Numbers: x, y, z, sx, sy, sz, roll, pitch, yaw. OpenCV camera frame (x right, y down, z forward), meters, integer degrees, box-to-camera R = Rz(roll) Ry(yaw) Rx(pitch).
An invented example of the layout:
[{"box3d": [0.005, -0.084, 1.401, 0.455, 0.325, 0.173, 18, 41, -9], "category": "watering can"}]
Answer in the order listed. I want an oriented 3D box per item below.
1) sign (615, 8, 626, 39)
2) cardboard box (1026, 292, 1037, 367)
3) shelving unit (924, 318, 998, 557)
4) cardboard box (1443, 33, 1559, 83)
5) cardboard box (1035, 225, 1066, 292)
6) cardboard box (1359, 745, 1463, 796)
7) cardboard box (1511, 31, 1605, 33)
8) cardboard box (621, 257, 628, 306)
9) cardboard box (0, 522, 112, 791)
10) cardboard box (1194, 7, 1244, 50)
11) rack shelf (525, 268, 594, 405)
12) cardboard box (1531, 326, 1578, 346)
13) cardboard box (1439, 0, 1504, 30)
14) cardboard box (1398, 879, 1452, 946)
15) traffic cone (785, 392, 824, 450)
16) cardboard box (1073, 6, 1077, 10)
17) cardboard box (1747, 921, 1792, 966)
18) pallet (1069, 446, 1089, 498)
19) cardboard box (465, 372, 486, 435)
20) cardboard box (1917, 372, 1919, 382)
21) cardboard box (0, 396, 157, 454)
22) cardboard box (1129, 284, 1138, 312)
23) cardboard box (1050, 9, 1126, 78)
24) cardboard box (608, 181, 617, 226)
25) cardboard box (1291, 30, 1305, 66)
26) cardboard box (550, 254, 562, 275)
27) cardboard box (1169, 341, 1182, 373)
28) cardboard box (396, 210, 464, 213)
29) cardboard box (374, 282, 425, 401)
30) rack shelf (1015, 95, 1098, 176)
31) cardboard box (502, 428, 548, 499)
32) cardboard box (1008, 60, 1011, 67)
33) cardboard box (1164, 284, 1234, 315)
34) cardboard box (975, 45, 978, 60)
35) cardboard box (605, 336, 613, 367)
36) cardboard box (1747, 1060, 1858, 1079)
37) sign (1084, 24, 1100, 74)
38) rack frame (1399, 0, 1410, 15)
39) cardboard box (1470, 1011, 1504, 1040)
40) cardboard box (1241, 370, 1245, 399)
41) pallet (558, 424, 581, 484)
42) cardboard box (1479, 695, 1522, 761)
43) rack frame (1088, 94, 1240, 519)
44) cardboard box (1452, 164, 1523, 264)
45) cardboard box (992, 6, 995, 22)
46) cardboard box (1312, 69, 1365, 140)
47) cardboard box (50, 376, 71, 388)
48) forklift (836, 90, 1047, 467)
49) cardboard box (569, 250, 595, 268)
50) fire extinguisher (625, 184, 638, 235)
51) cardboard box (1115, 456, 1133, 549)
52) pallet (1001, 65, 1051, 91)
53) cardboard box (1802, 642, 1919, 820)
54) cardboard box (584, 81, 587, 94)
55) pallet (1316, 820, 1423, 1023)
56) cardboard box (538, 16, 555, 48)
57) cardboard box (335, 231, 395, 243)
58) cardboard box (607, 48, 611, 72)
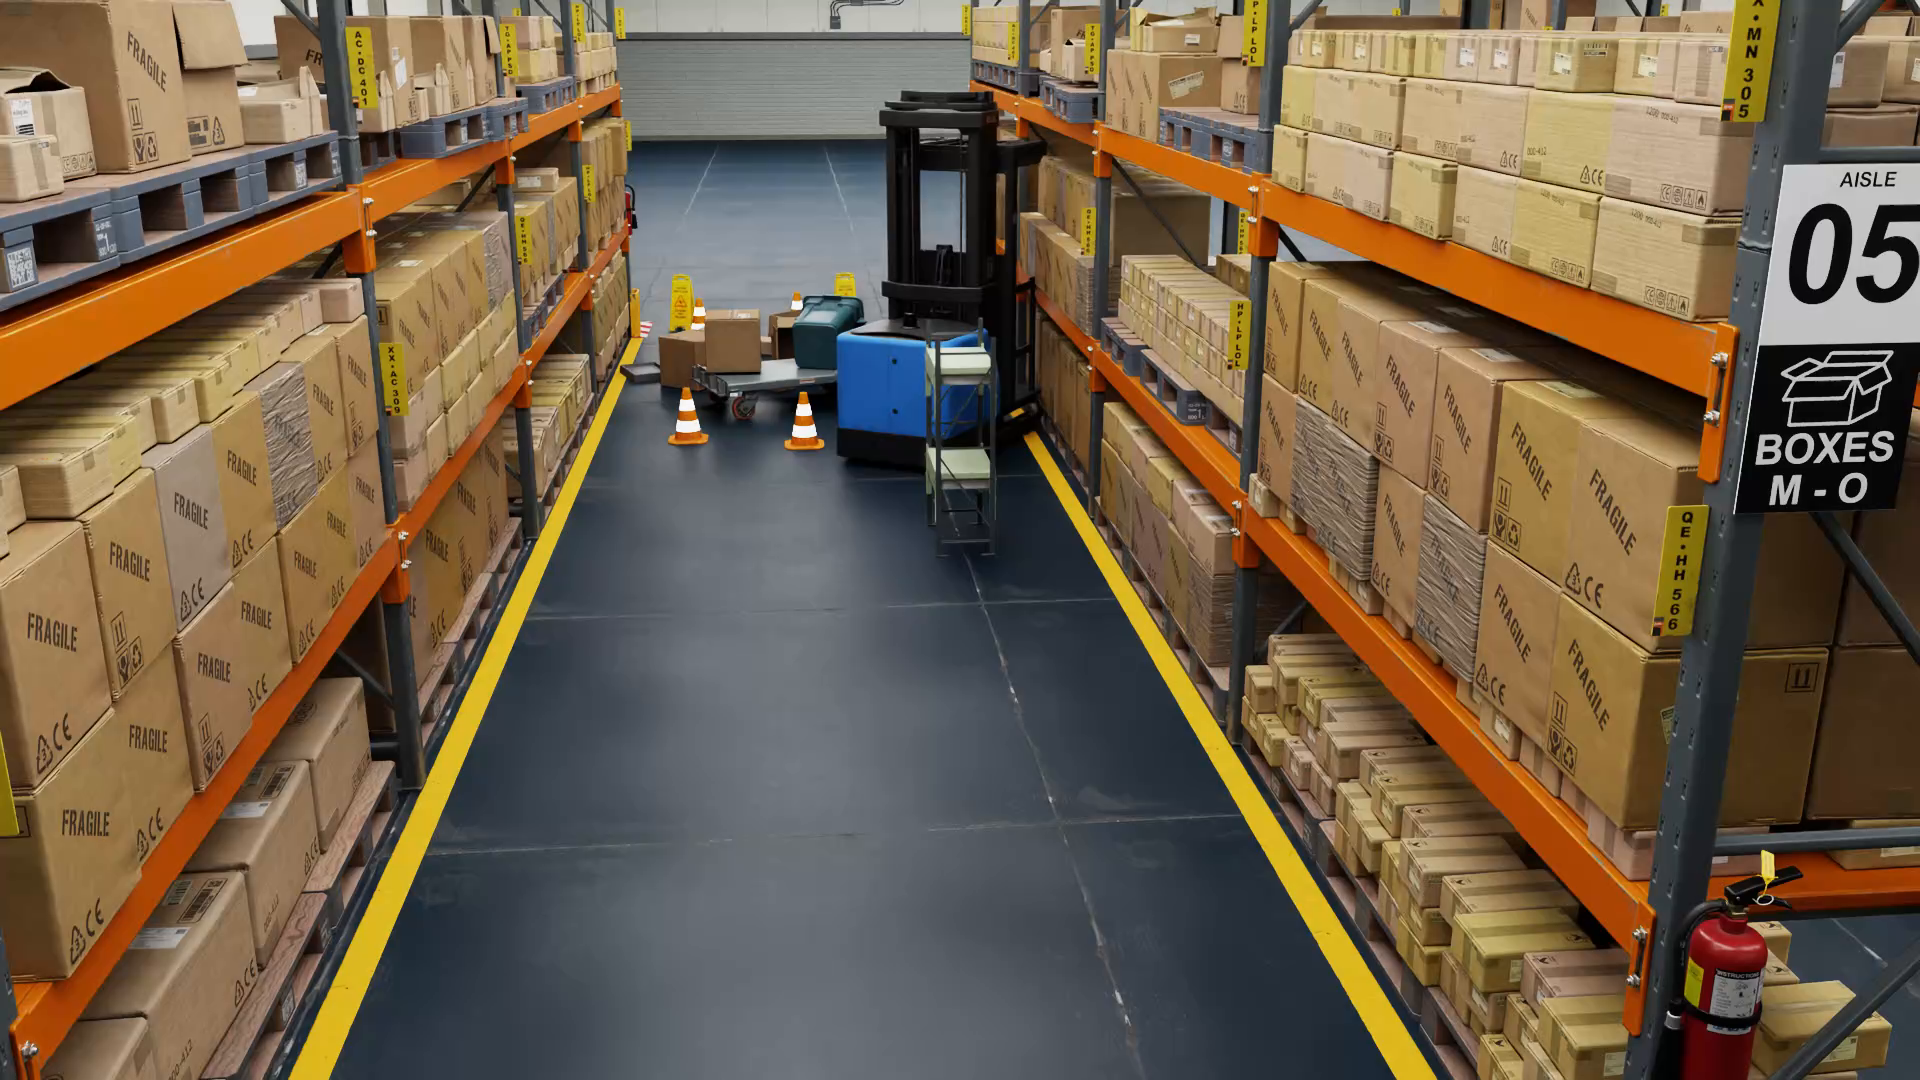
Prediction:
[{"box3d": [-3.737, -5.681, 18.280, 0.100, 0.325, 0.005, -2, 18, -6], "category": "sign"}, {"box3d": [1.039, -2.184, 16.472, 0.875, 0.875, 0.875, -2, 17, -5], "category": "cardboard box"}, {"box3d": [-0.001, -0.718, 11.459, 0.431, 1.500, 0.755, -2, 18, -6], "category": "shelving unit"}, {"box3d": [1.809, -1.570, 5.413, 0.380, 0.149, 0.250, -2, 18, -7], "category": "cardboard box"}, {"box3d": [0.923, -2.391, 14.119, 0.500, 0.500, 0.500, -2, 18, -6], "category": "cardboard box"}, {"box3d": [1.838, 0.952, 6.701, 0.380, 0.149, 0.250, -3, 18, -8], "category": "cardboard box"}, {"box3d": [2.279, -1.818, 6.201, 0.380, 0.149, 0.250, -2, 18, -8], "category": "cardboard box"}, {"box3d": [-3.949, -2.832, 18.328, 0.500, 0.500, 0.500, -2, 18, -5], "category": "cardboard box"}, {"box3d": [-2.407, 0.274, 3.961, 0.500, 0.500, 0.500, -2, 18, -7], "category": "cardboard box"}, {"box3d": [1.747, -3.348, 10.880, 0.396, 0.266, 0.258, -2, 18, -6], "category": "cardboard box"}, {"box3d": [-3.673, -1.686, 13.240, 1.077, 0.370, 4.000, -2, 18, -6], "category": "rack shelf"}, {"box3d": [2.344, -0.499, 5.925, 0.500, 0.500, 0.500, -2, 18, -7], "category": "cardboard box"}, {"box3d": [5.450, -5.531, 17.782, 0.500, 0.500, 0.500, -2, 18, -6], "category": "cardboard box"}, {"box3d": [1.812, 1.328, 6.001, 0.380, 0.149, 0.250, -2, 17, -5], "category": "cardboard box"}, {"box3d": [-1.334, -1.033, 14.194, 0.336, 0.463, 0.334, -2, 18, -6], "category": "traffic cone"}, {"box3d": [1.282, -5.018, 15.865, 0.380, 0.149, 0.250, -2, 18, -6], "category": "cardboard box"}, {"box3d": [2.509, 1.319, 5.532, 0.380, 0.149, 0.250, -2, 18, -6], "category": "cardboard box"}, {"box3d": [1.441, -0.523, 12.990, 1.003, 0.211, 1.213, -2, 18, -6], "category": "pallet"}, {"box3d": [-2.971, -0.766, 9.358, 0.500, 0.250, 0.500, -2, 18, -7], "category": "cardboard box"}, {"box3d": [6.332, -1.179, 10.257, 0.500, 0.500, 0.500, -2, 18, -5], "category": "cardboard box"}, {"box3d": [-2.538, -0.310, 4.736, 0.380, 0.149, 0.250, -2, 18, -5], "category": "cardboard box"}, {"box3d": [1.327, -1.608, 11.012, 0.380, 0.149, 0.250, -1, 17, -3], "category": "cardboard box"}, {"box3d": [0.989, -3.852, 12.897, 0.500, 0.500, 0.500, -2, 18, -6], "category": "cardboard box"}, {"box3d": [-3.866, -3.555, 17.328, 0.500, 0.500, 0.500, -2, 18, -6], "category": "cardboard box"}, {"box3d": [1.649, -2.119, 7.160, 0.380, 0.149, 0.250, -2, 18, -7], "category": "cardboard box"}, {"box3d": [-3.460, -2.256, 13.574, 0.380, 0.149, 0.250, -2, 18, -6], "category": "cardboard box"}, {"box3d": [1.457, -1.085, 9.842, 0.380, 0.149, 0.250, -2, 18, -7], "category": "cardboard box"}, {"box3d": [-3.854, -2.104, 12.005, 0.500, 0.500, 0.500, -2, 18, -7], "category": "cardboard box"}, {"box3d": [-2.813, -0.906, 7.719, 0.500, 0.500, 0.500, -2, 17, -5], "category": "cardboard box"}, {"box3d": [1.241, -3.300, 13.374, 1.077, 0.370, 4.000, -2, 18, -6], "category": "rack shelf"}, {"box3d": [-3.515, -0.548, 12.102, 0.950, 0.372, 0.625, -3, 18, -9], "category": "cardboard box"}, {"box3d": [0.653, -4.541, 15.677, 0.380, 0.149, 0.250, -1, 17, -5], "category": "cardboard box"}, {"box3d": [1.439, -1.445, 9.998, 0.380, 0.149, 0.250, -1, 17, -4], "category": "cardboard box"}, {"box3d": [0.365, -5.371, 18.321, 0.380, 0.149, 0.250, -2, 18, -5], "category": "cardboard box"}, {"box3d": [-3.737, -1.856, 16.471, 0.500, 0.250, 0.500, -1, 17, -3], "category": "cardboard box"}, {"box3d": [2.473, 1.621, 5.067, 0.380, 0.149, 0.250, -1, 17, -3], "category": "cardboard box"}, {"box3d": [0.894, -3.317, 11.232, 0.100, 0.325, 0.005, -2, 18, -6], "category": "sign"}, {"box3d": [5.566, -6.985, 18.903, 1.000, 3.000, 0.127, -2, 18, -6], "category": "rack frame"}, {"box3d": [1.941, 1.622, 5.562, 0.380, 0.149, 0.250, -2, 18, -6], "category": "cardboard box"}, {"box3d": [1.622, -0.759, 8.309, 0.380, 0.149, 0.250, -1, 17, -4], "category": "cardboard box"}, {"box3d": [-3.668, -0.698, 13.549, 1.003, 0.211, 1.213, -2, 18, -6], "category": "pallet"}, {"box3d": [1.879, 0.574, 5.260, 0.380, 0.149, 0.250, -1, 17, -4], "category": "cardboard box"}, {"box3d": [1.447, -1.616, 11.817, 1.000, 3.000, 0.127, -2, 18, -6], "category": "rack frame"}, {"box3d": [1.864, -1.020, 5.159, 0.500, 0.250, 0.500, -1, 17, -3], "category": "cardboard box"}, {"box3d": [0.523, -5.299, 16.761, 0.380, 0.149, 0.250, -2, 17, -5], "category": "cardboard box"}, {"box3d": [1.717, -1.723, 6.566, 0.500, 0.250, 0.500, -2, 18, -6], "category": "cardboard box"}, {"box3d": [-3.141, -0.519, 5.404, 0.380, 0.149, 0.250, -2, 18, -5], "category": "cardboard box"}, {"box3d": [0.074, -2.366, 14.320, 1.130, 2.935, 3.031, 8, 19, 24], "category": "forklift"}, {"box3d": [-3.592, -2.609, 15.398, 0.380, 0.149, 0.250, -2, 18, -6], "category": "cardboard box"}, {"box3d": [-3.845, -3.828, 18.992, 0.296, 0.674, 0.183, -2, 18, -6], "category": "fire extinguisher"}, {"box3d": [1.321, -0.256, 10.955, 0.500, 0.500, 0.500, -2, 17, -5], "category": "cardboard box"}, {"box3d": [0.960, -4.441, 15.955, 1.003, 0.211, 1.213, -2, 18, -6], "category": "pallet"}, {"box3d": [2.501, 0.435, 4.619, 0.500, 0.500, 0.500, -1, 17, -3], "category": "cardboard box"}, {"box3d": [-3.777, -4.343, 15.913, 0.380, 0.149, 0.250, -2, 18, -7], "category": "cardboard box"}, {"box3d": [2.093, 1.469, 6.644, 1.003, 0.211, 1.213, -2, 18, -6], "category": "pallet"}, {"box3d": [-3.692, -4.255, 13.928, 0.500, 0.250, 0.500, -1, 17, -4], "category": "cardboard box"}, {"box3d": [-3.560, -1.501, 9.615, 0.500, 0.500, 0.500, -1, 17, -4], "category": "cardboard box"}, {"box3d": [-3.933, -5.024, 17.417, 0.500, 0.250, 0.500, -2, 18, -6], "category": "cardboard box"}]
